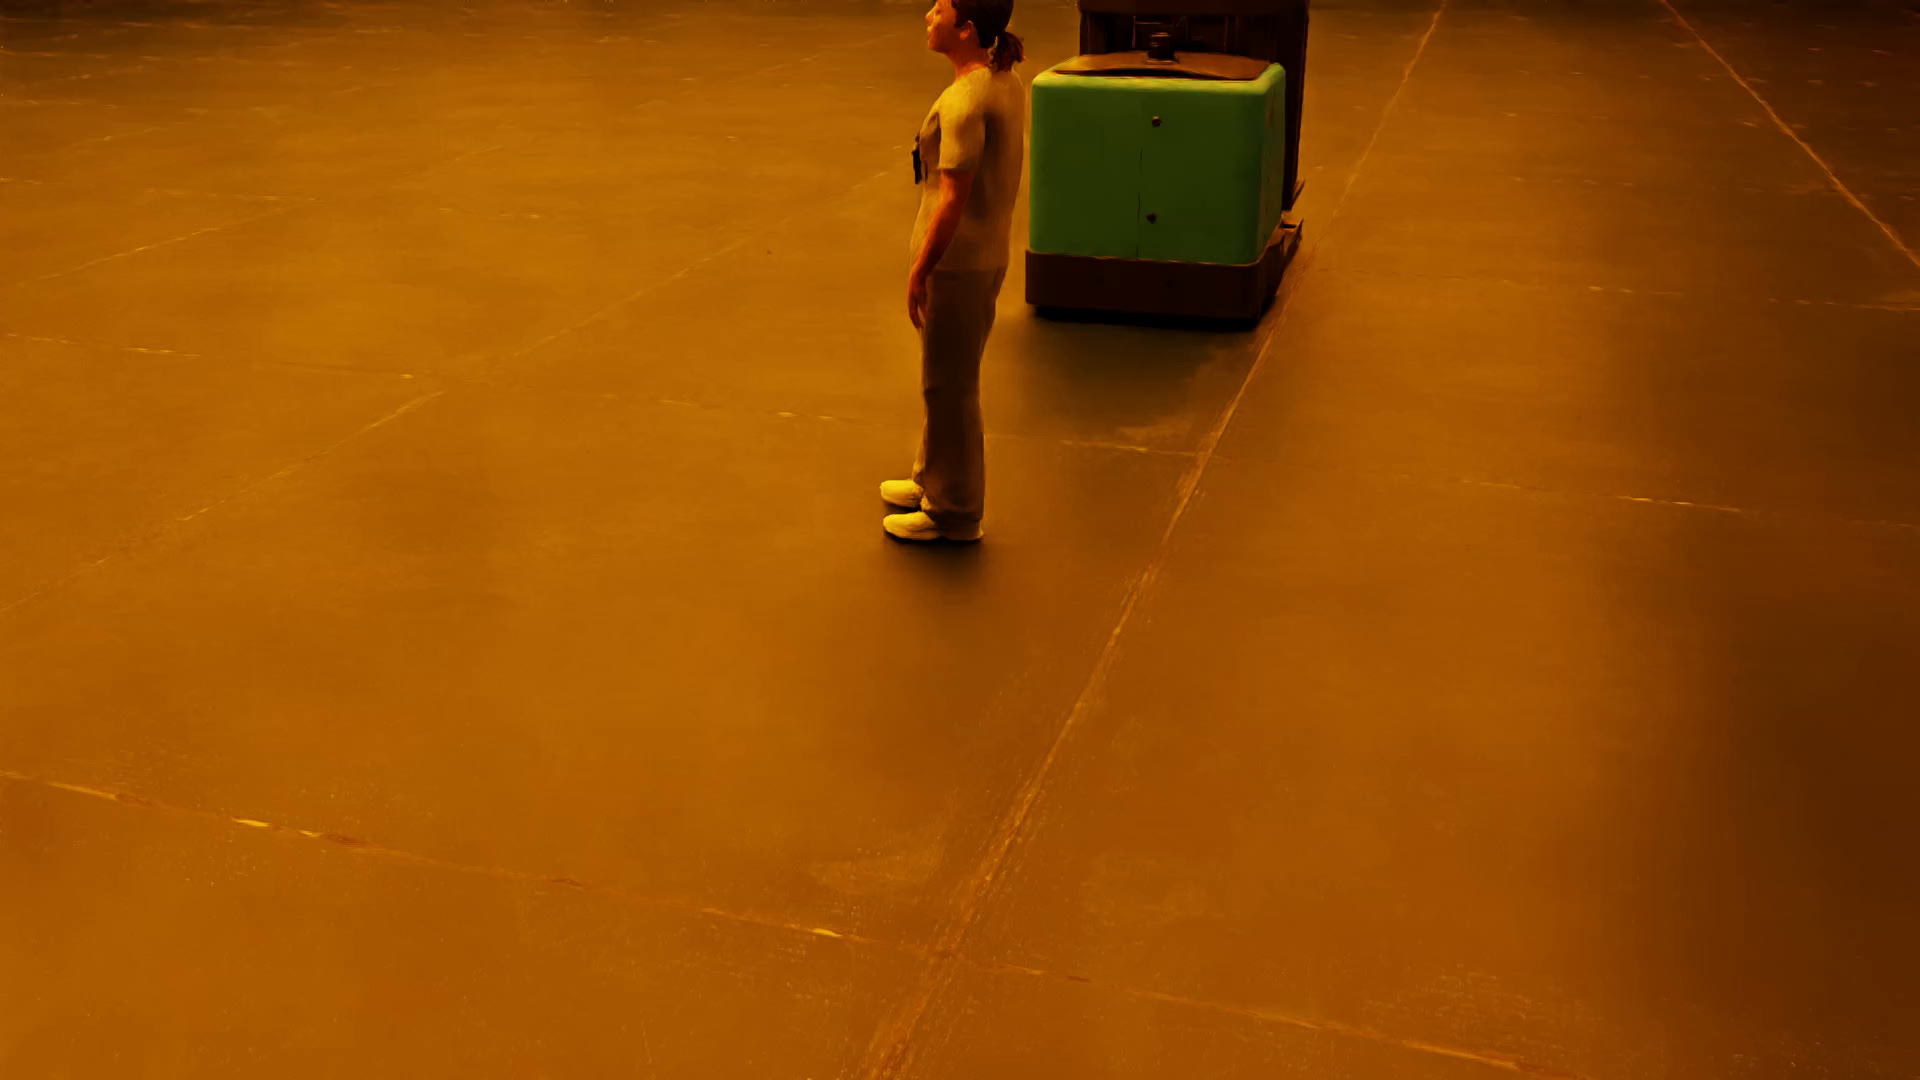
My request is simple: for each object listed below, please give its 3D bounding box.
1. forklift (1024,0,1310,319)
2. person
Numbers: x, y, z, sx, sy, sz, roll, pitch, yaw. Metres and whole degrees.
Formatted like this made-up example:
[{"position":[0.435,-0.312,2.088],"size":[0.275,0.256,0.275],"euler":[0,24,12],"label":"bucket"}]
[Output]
[{"position":[1.196,-2.853,8.191],"size":[1.130,2.935,3.031],"euler":[6,23,15],"label":"forklift"},{"position":[-0.067,-0.794,4.830],"size":[0.548,1.674,0.550],"euler":[7,23,16],"label":"person"}]
